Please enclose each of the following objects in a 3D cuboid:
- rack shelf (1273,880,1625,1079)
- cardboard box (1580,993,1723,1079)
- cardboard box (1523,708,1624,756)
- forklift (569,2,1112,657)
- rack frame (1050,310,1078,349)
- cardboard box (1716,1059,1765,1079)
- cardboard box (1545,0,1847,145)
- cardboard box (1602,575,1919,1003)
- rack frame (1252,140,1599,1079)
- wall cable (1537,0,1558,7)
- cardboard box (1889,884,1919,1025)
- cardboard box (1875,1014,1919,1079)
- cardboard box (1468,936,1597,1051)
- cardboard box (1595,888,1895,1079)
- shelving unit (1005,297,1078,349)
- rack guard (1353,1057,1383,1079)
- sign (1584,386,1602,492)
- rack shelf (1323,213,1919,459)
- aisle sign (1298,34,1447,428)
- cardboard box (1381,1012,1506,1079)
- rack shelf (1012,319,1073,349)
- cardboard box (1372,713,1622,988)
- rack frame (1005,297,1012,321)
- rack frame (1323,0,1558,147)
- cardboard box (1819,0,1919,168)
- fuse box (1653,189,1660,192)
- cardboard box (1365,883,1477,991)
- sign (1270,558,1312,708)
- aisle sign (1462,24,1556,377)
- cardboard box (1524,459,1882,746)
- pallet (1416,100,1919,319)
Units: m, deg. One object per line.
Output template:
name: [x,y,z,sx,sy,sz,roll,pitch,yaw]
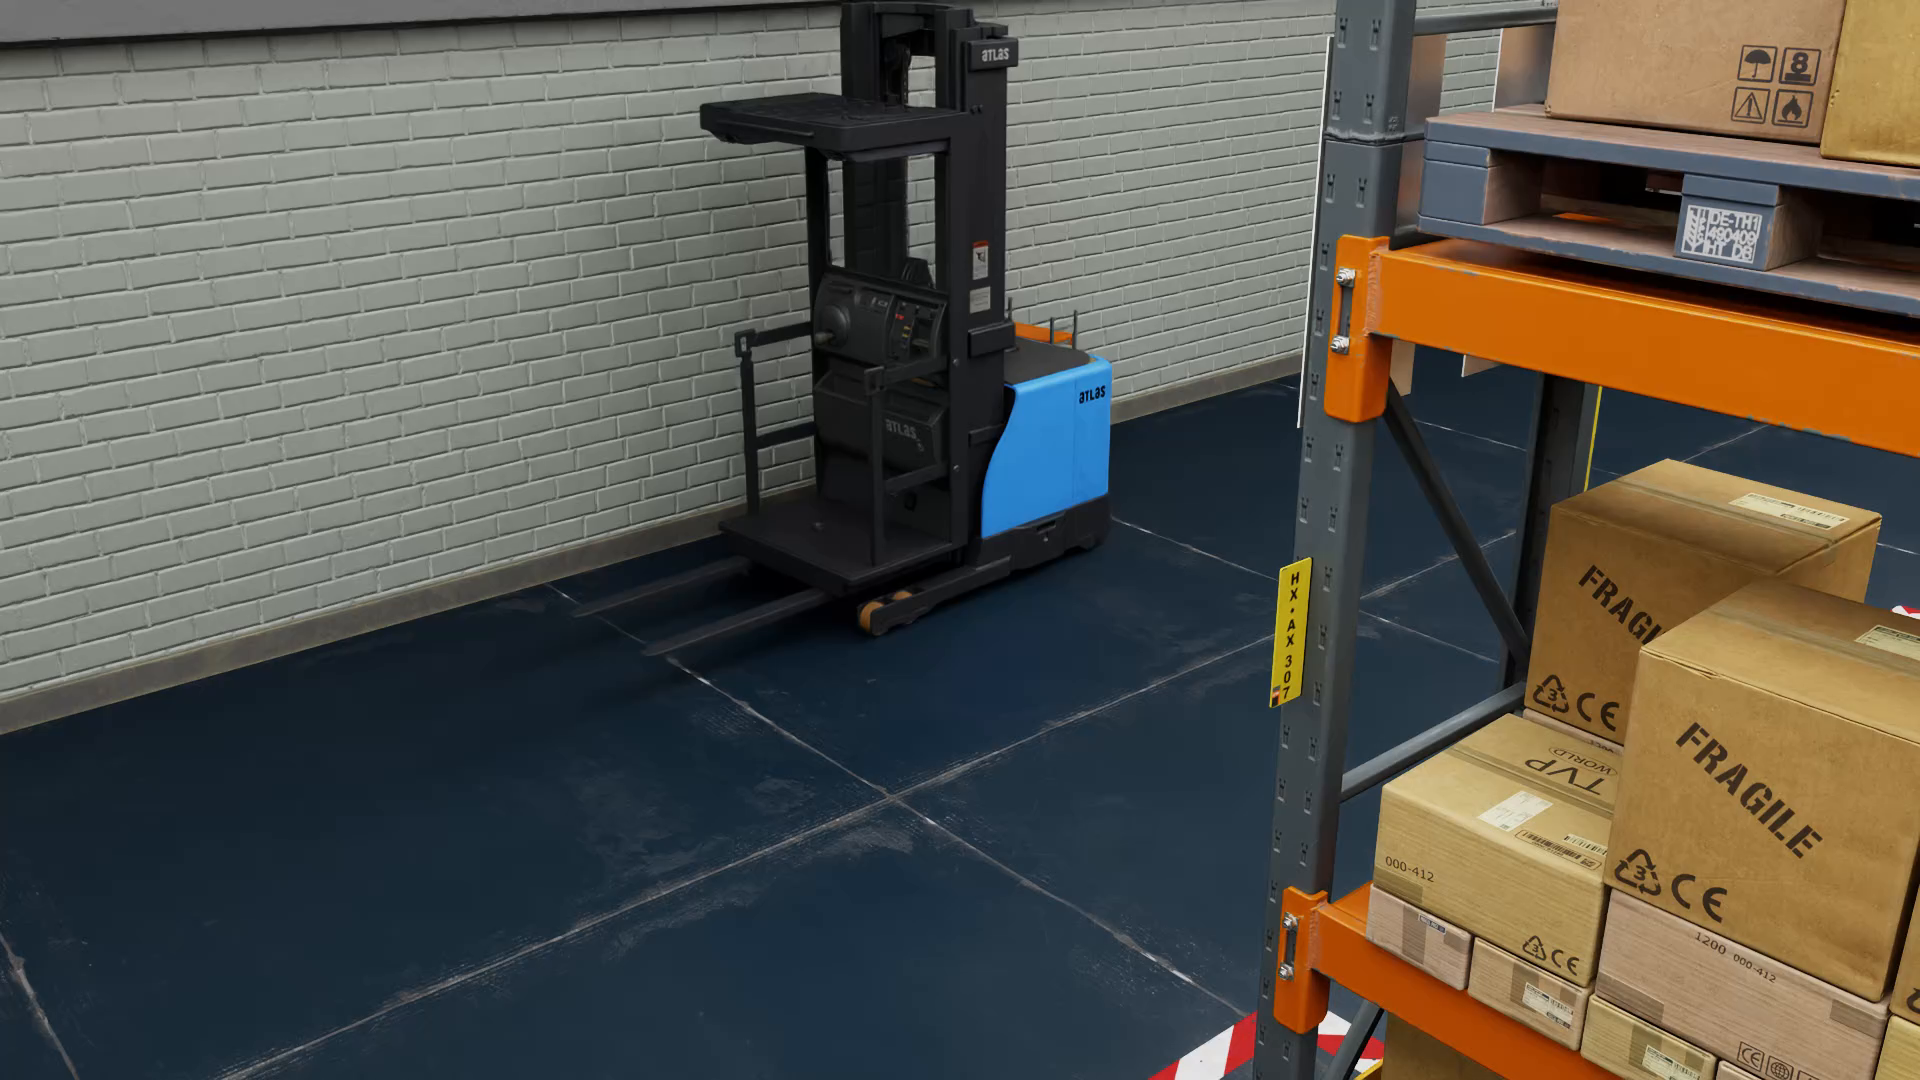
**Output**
rack shelf: [2.438,1.397,2.789,1.077,0.370,4.000,-17,27,-37]
cardboard box: [1.450,0.945,3.303,0.380,0.149,0.250,-18,28,-39]
cardboard box: [1.650,0.512,3.862,0.500,0.250,0.500,-18,28,-38]
forklift: [-0.561,-1.102,8.278,3.031,2.935,1.130,-20,29,-40]
rack frame: [0.594,-0.732,9.708,0.015,1.200,0.240,18,27,38]
cardboard box: [1.621,1.017,3.120,0.380,0.149,0.250,-18,28,-38]
cardboard box: [1.513,-1.044,3.075,0.700,0.500,0.500,-20,29,-41]
cardboard box: [1.568,0.427,3.050,0.500,0.500,0.500,-18,28,-39]
rack frame: [1.133,0.510,4.069,1.000,3.000,0.127,-17,27,-37]
wall cable: [4.942,-3.889,13.865,0.585,1.953,0.123,-17,27,-37]
cardboard box: [1.911,0.569,2.688,0.500,0.500,0.500,-18,28,-39]
cardboard box: [1.911,0.920,2.820,0.500,0.250,0.500,-19,28,-39]
cardboard box: [1.283,0.874,3.484,0.380,0.149,0.250,-18,28,-38]
cardboard box: [1.586,0.780,3.177,0.500,0.250,0.500,-18,28,-38]
shelving unit: [0.410,-0.791,9.858,0.503,1.200,0.258,18,27,38]
rack guard: [1.117,1.667,4.542,1.175,0.500,0.348,-17,27,-37]
sign: [1.553,-0.265,4.135,0.100,0.325,0.005,-17,27,-37]
rack shelf: [2.438,0.001,2.242,1.077,0.370,4.000,-17,27,-37]
aisle sign: [0.858,-0.649,3.463,0.394,0.787,0.004,-17,27,-37]
cardboard box: [1.611,1.462,3.977,0.875,0.875,0.875,-17,27,-37]
rack shelf: [0.410,-1.157,9.715,0.480,0.148,0.258,18,27,38]
cardboard box: [1.241,0.638,3.539,0.500,0.250,0.500,-18,28,-39]
rack frame: [0.226,-0.849,10.007,0.015,1.200,0.240,18,27,38]
rack frame: [1.133,-2.283,2.975,1.000,3.000,0.127,-17,27,-37]
cardboard box: [1.789,-0.860,2.604,0.700,0.500,0.500,-19,28,-39]
fuse box: [6.628,-3.261,15.464,0.539,1.711,0.414,-17,27,-37]
cardboard box: [1.114,0.804,3.664,0.380,0.149,0.250,-17,27,-37]
sign: [0.708,0.200,3.564,0.100,0.325,0.005,-17,27,-37]
aisle sign: [1.313,-0.792,3.828,0.394,0.787,0.004,-17,27,-37]
cardboard box: [1.650,0.164,3.721,0.500,0.500,0.500,-17,27,-37]
pallet: [1.625,-0.643,3.021,1.003,0.211,1.213,-17,27,-37]
